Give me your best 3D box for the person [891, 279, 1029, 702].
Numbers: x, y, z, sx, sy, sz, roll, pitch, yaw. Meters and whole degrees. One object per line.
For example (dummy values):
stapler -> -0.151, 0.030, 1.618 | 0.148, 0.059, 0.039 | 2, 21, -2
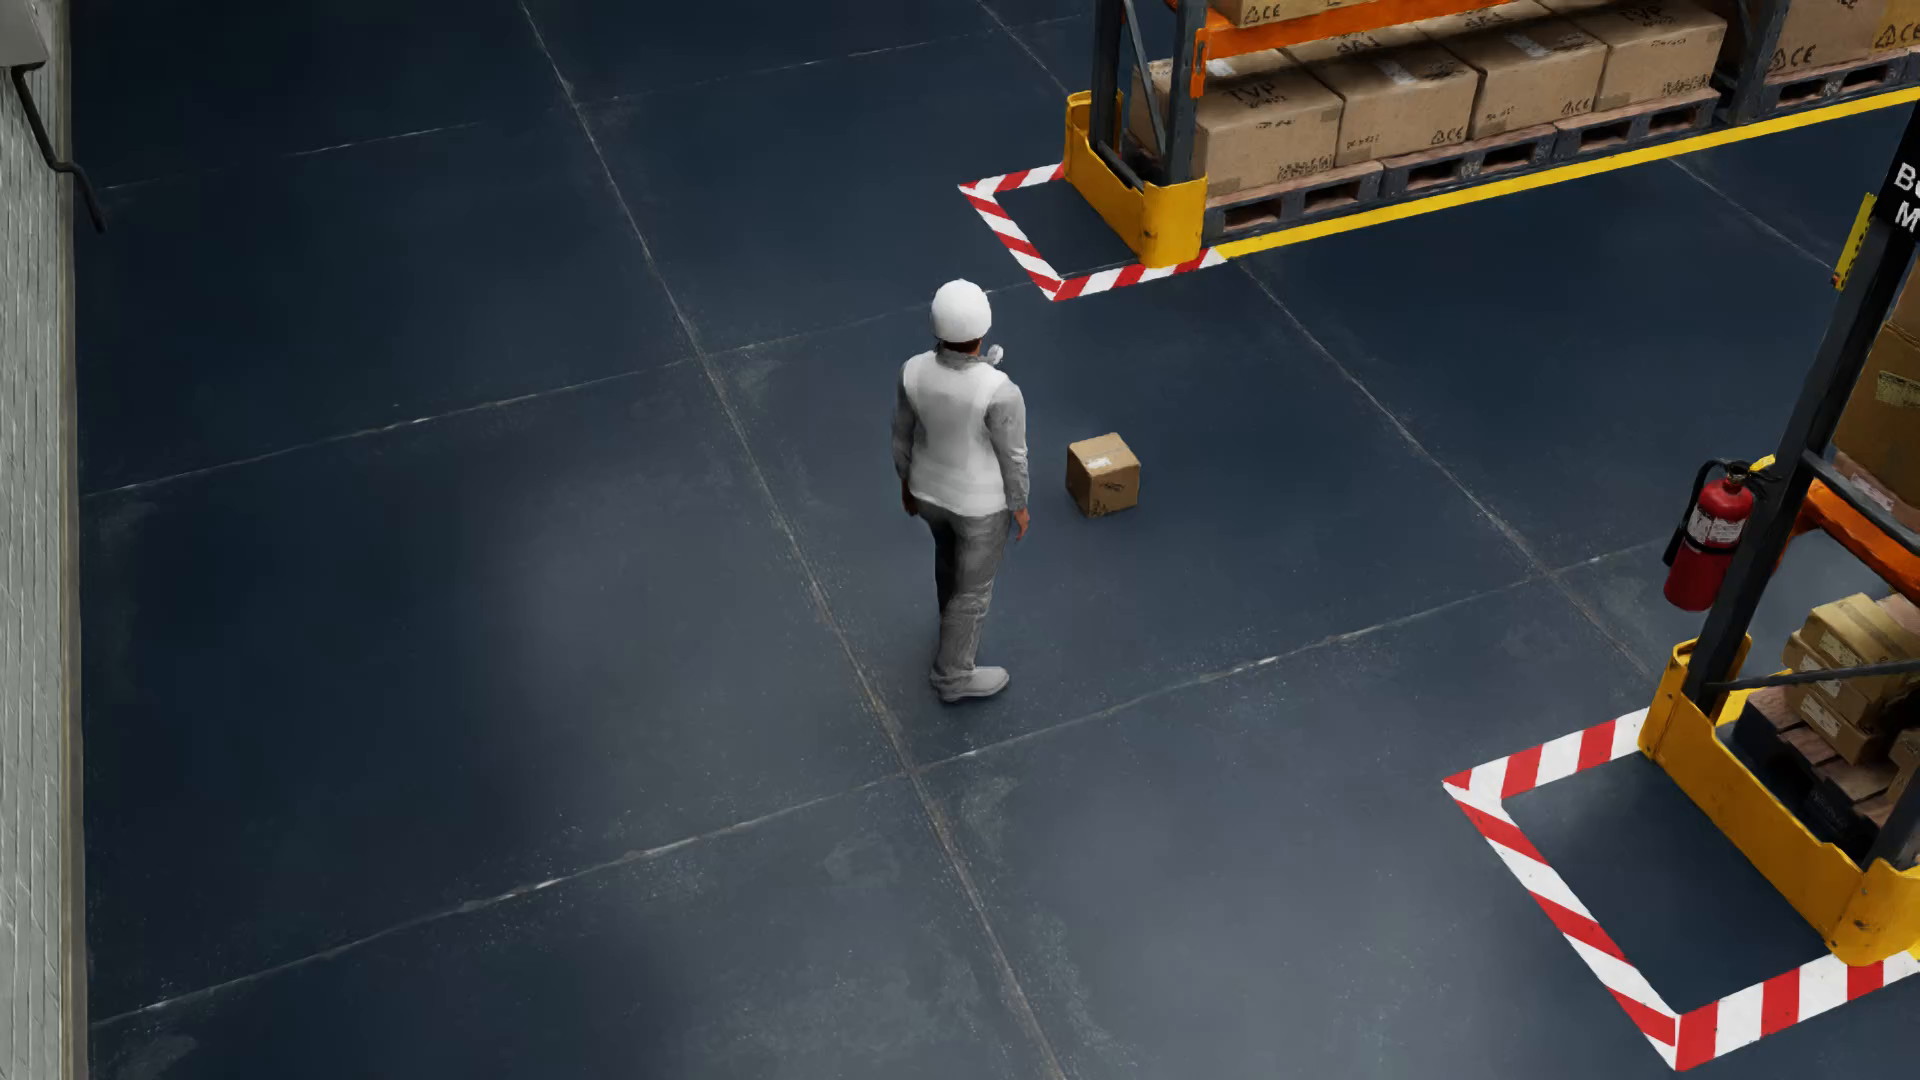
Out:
person -> -0.002, -0.184, 6.349 | 0.559, 1.764, 0.561 | 24, 47, 25
